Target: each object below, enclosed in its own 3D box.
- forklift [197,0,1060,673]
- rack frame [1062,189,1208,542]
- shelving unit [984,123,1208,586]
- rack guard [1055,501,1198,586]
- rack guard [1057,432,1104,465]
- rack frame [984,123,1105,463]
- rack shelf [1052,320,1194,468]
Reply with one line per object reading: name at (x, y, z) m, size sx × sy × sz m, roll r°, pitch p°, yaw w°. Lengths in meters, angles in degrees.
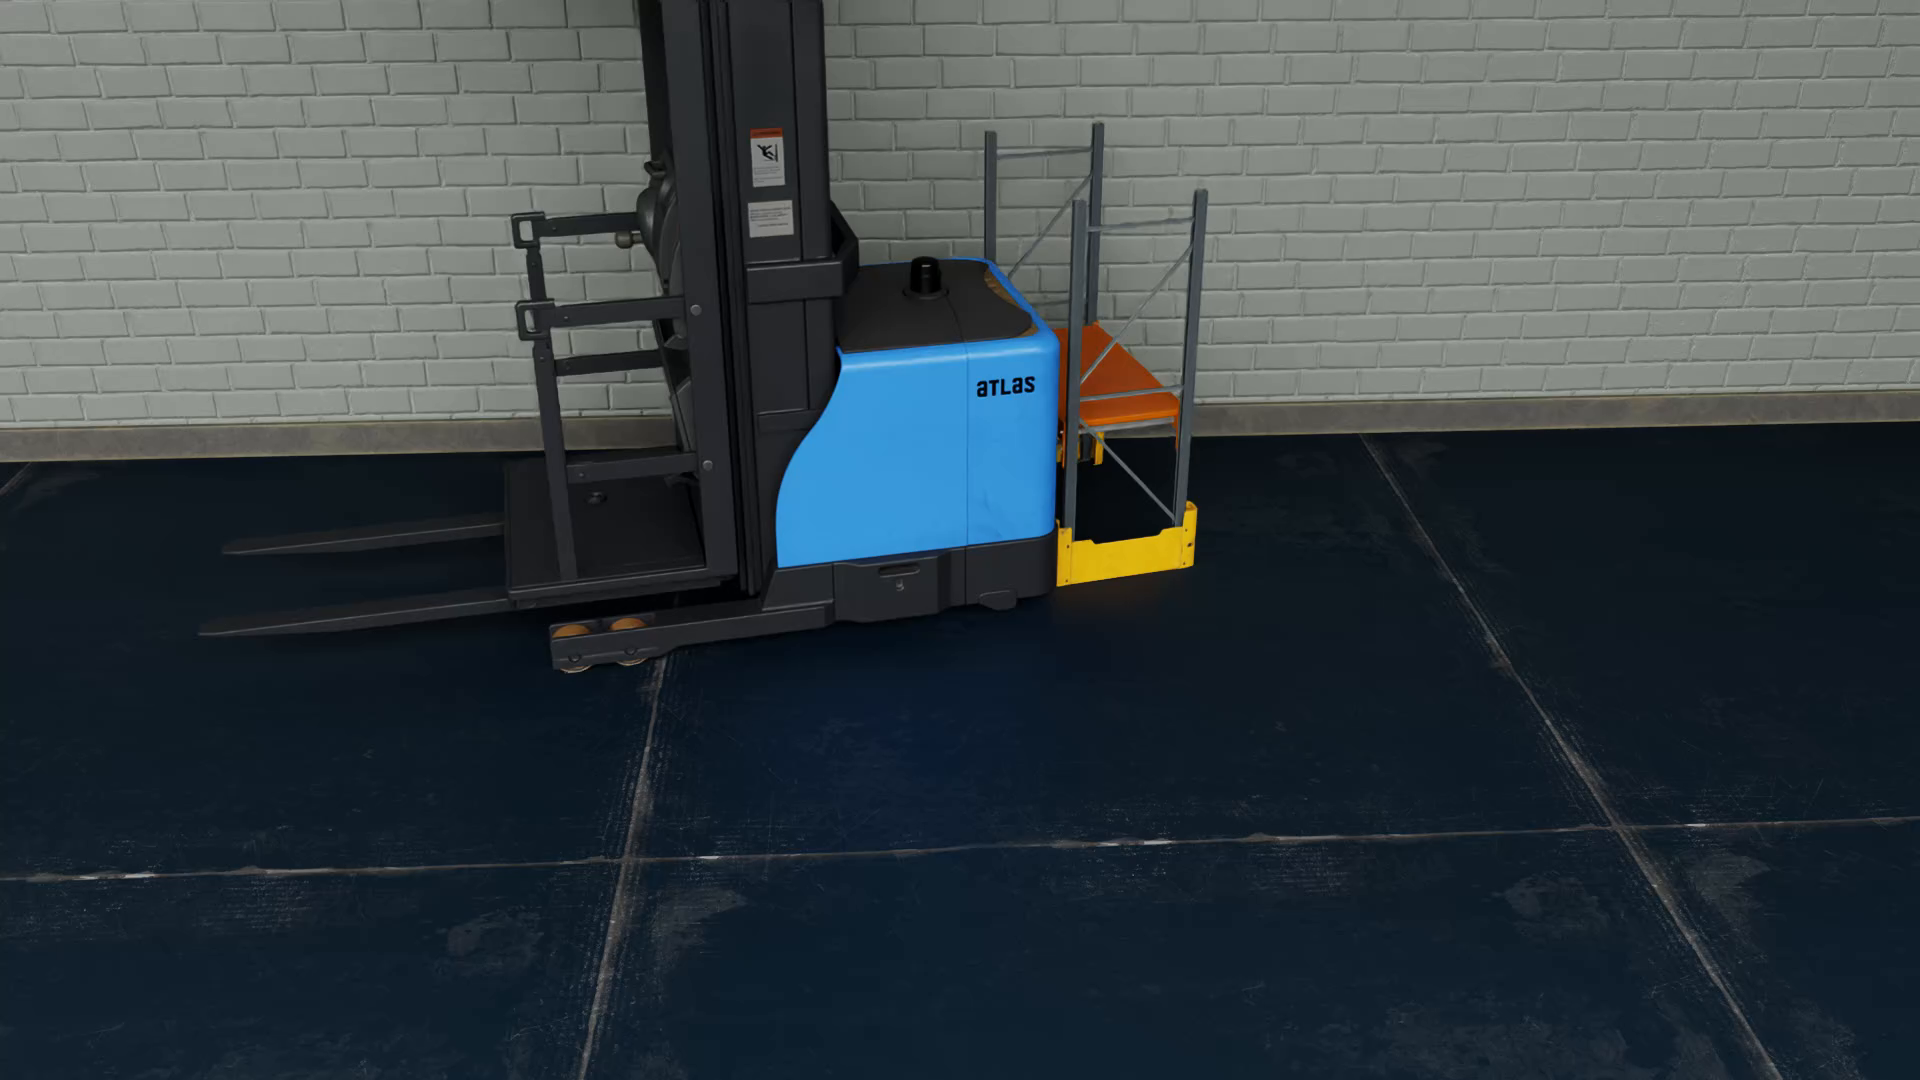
forklift at (-1.208, -1.102, 5.694) m, size 3.031 × 2.935 × 1.130 m, roll -7°, pitch 28°, yaw -13°
rack frame at (0.633, -0.540, 6.164) m, size 0.500 × 1.500 × 0.032 m, roll -8°, pitch 29°, yaw -15°
shelving unit at (0.490, -0.761, 6.588) m, size 0.587 × 1.500 × 1.083 m, roll -8°, pitch 29°, yaw -15°
rack guard at (0.633, 0.013, 6.454) m, size 0.587 × 0.250 × 0.087 m, roll -8°, pitch 29°, yaw -15°
rack guard at (0.347, -0.428, 7.300) m, size 0.587 × 0.250 × 0.087 m, roll -8°, pitch 29°, yaw -15°
rack frame at (0.342, -0.991, 7.028) m, size 0.500 × 1.500 × 0.032 m, roll -8°, pitch 29°, yaw -15°
rack shelf at (0.487, -0.606, 6.679) m, size 0.538 × 0.185 × 1.000 m, roll -8°, pitch 29°, yaw -15°
